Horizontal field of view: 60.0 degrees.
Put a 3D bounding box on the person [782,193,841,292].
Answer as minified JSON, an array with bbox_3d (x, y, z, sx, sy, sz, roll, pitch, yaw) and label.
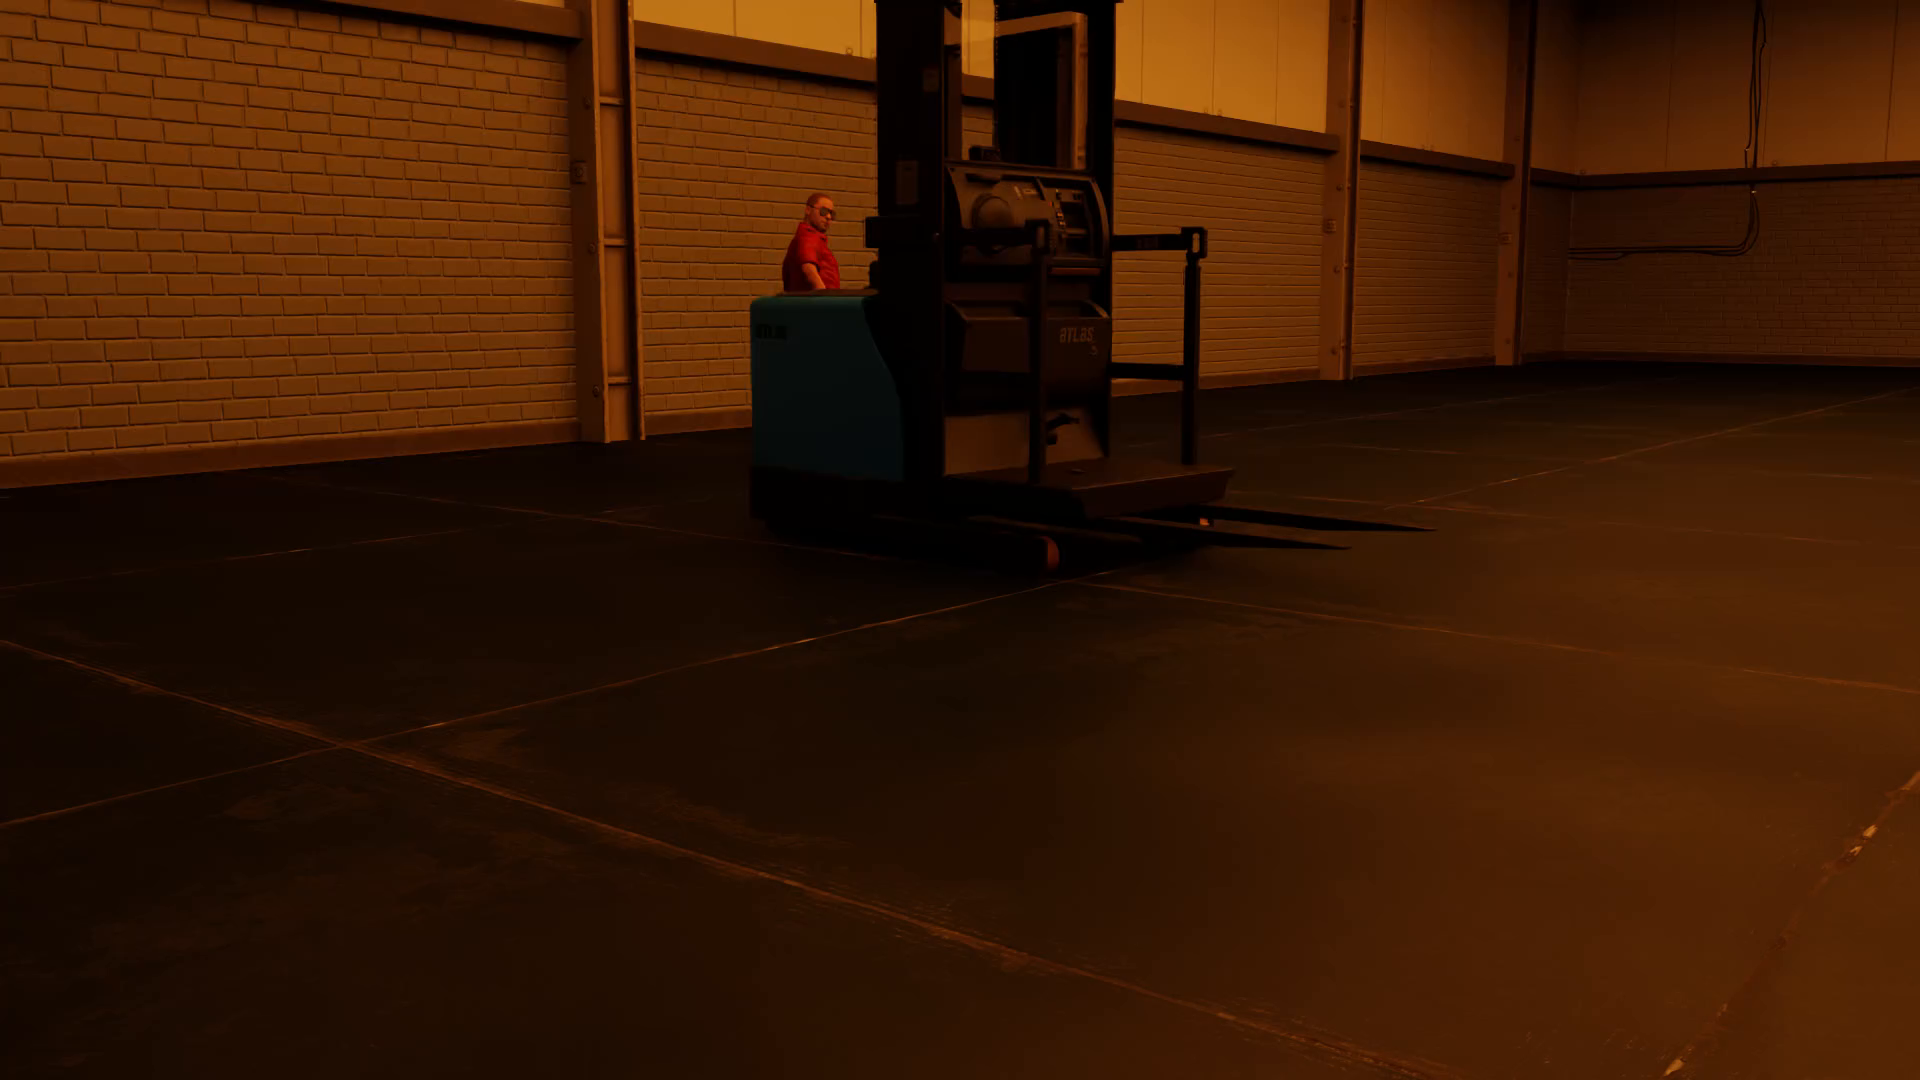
[{"bbox_3d":[-0.844,-1.296,10.367,0.520,1.709,0.748,-4,9,-26],"label":"person"}]

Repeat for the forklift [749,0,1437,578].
[{"bbox_3d":[0.446,-1.390,6.779,3.031,2.935,1.130,8,11,43],"label":"forklift"}]
